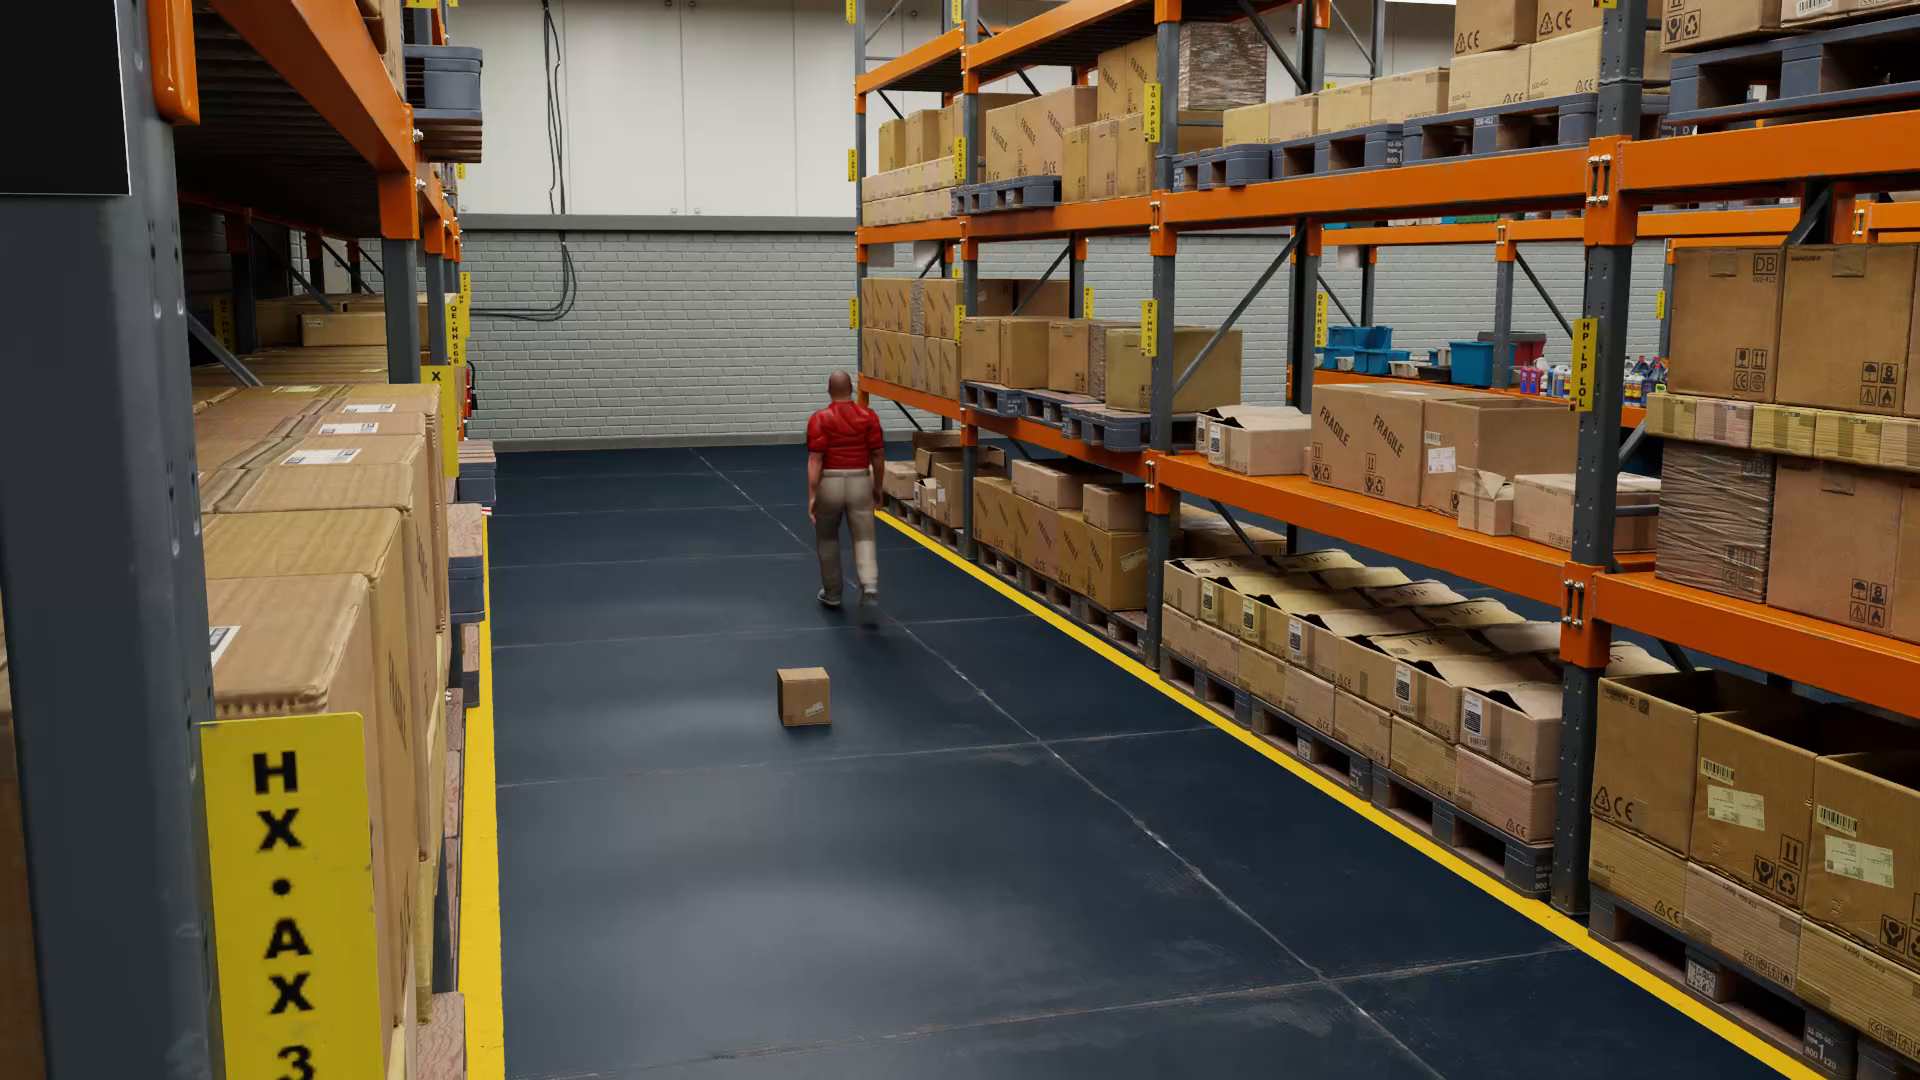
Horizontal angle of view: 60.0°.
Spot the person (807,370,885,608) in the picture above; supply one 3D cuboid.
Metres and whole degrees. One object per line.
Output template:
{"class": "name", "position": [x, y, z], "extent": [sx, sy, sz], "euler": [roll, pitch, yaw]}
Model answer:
{"class": "person", "position": [-0.789, -0.336, 11.503], "extent": [0.553, 1.676, 0.969], "euler": [-2, 9, -10]}
